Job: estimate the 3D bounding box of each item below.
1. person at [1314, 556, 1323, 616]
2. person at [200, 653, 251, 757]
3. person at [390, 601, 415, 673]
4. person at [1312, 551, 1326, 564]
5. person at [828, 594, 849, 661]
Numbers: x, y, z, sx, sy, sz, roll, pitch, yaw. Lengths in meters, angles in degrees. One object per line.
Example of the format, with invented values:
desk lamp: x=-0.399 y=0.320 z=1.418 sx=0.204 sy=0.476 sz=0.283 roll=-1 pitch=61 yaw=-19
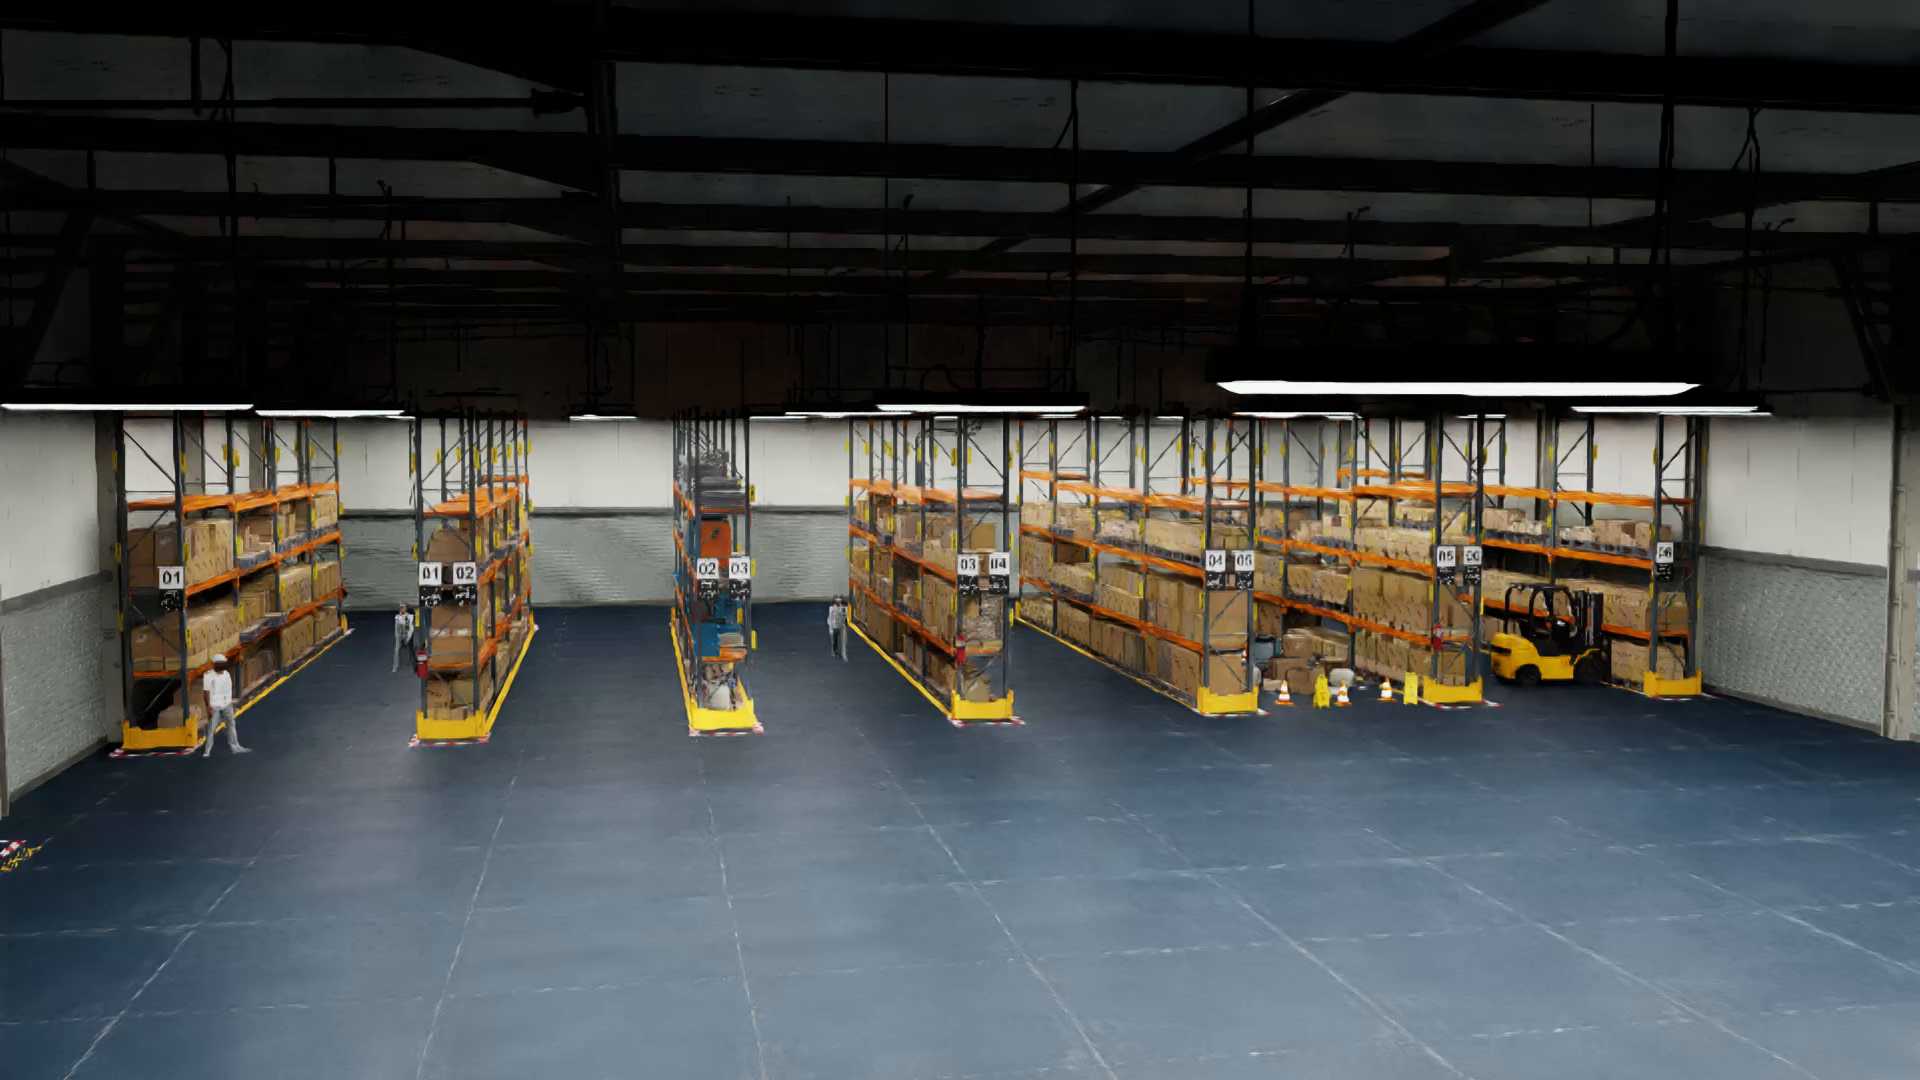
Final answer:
person: x=10.365 y=1.354 z=48.933 sx=0.640 sy=1.776 sz=0.750 roll=-1 pitch=4 yaw=-9
person: x=-12.625 y=2.808 z=28.436 sx=0.533 sy=1.759 sz=0.731 roll=2 pitch=4 yaw=25
person: x=-12.681 y=2.198 z=37.944 sx=0.482 sy=1.621 sz=0.997 roll=0 pitch=4 yaw=-3
person: x=11.386 y=1.174 z=52.476 sx=0.603 sy=1.647 sz=0.533 roll=-4 pitch=6 yaw=-43
person: x=-2.917 y=2.078 z=39.829 sx=0.495 sy=1.589 sz=1.086 roll=-1 pitch=4 yaw=-9
